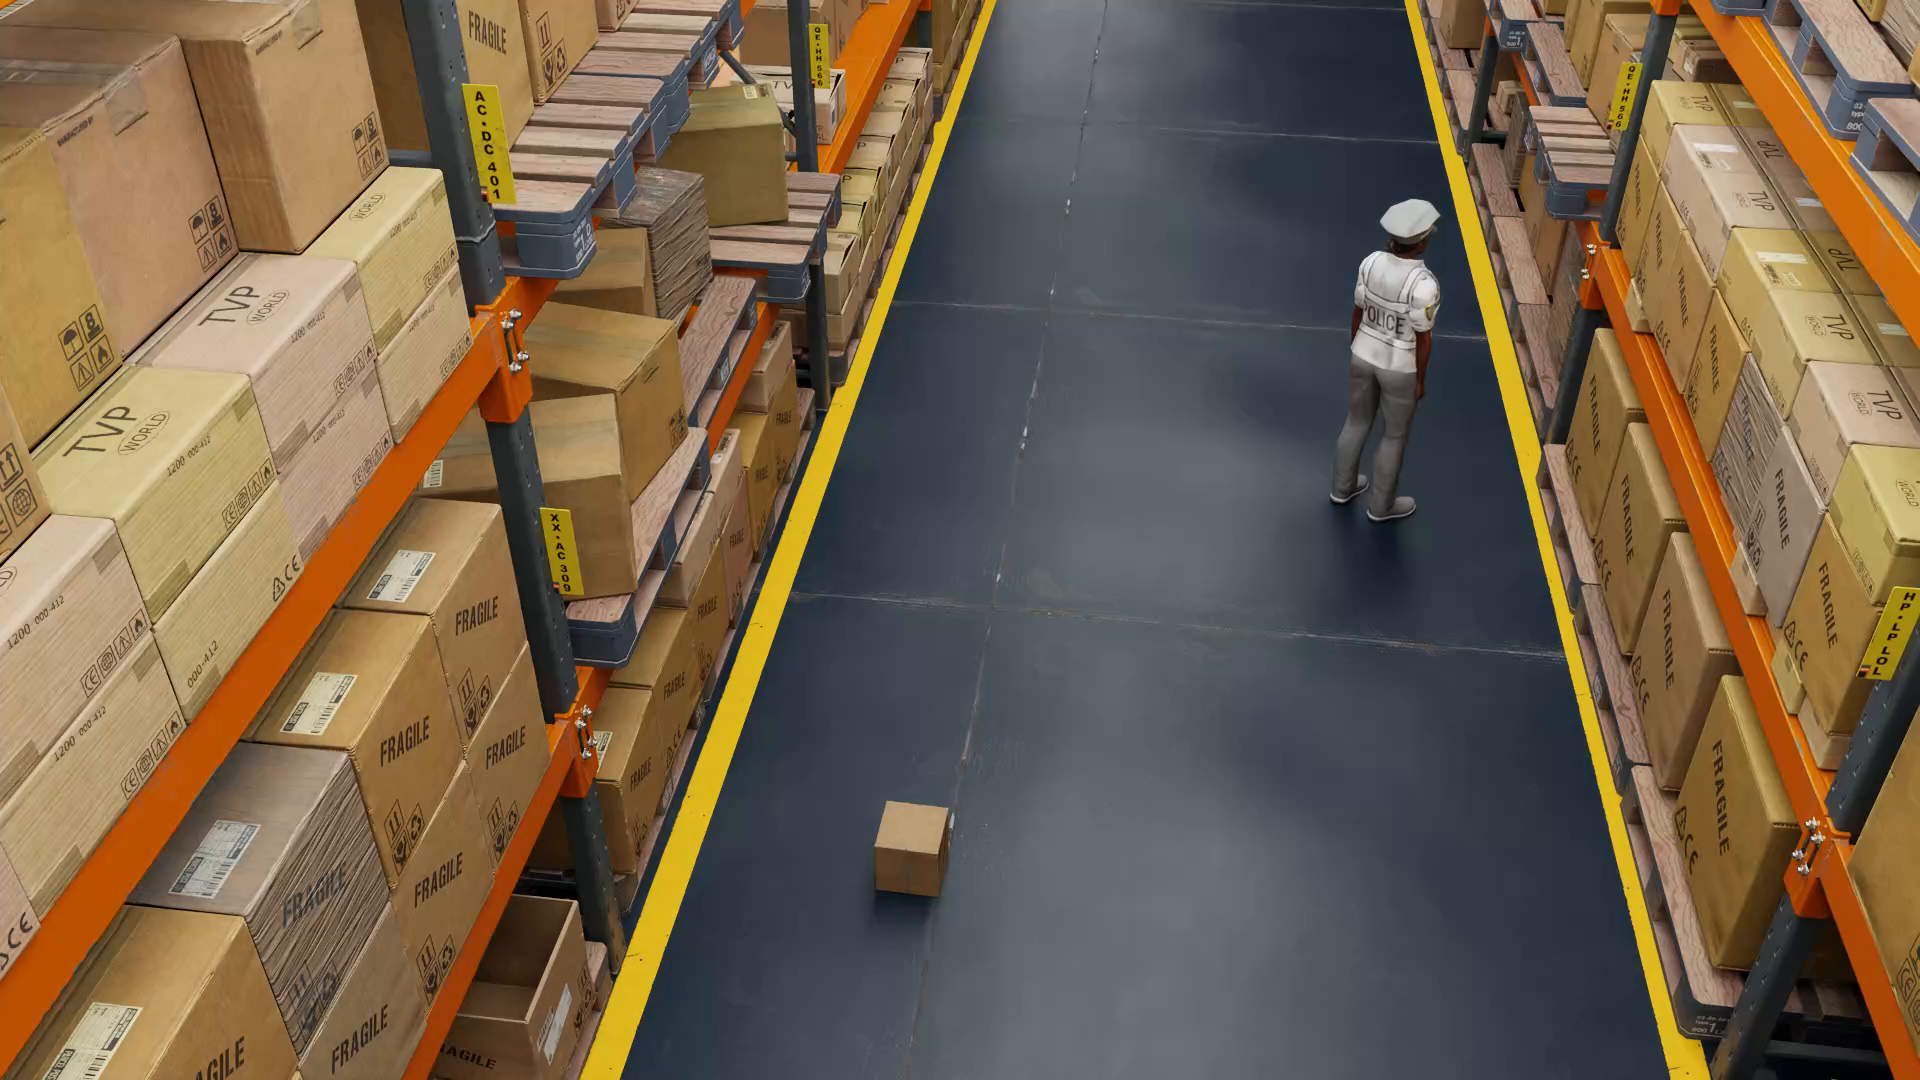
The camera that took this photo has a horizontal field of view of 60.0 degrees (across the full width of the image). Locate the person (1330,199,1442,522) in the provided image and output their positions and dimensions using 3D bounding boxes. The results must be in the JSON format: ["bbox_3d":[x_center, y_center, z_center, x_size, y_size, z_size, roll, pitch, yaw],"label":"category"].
[{"bbox_3d":[2.124,-0.872,8.200,0.339,1.692,0.440,-27,44,-32],"label":"person"}]
